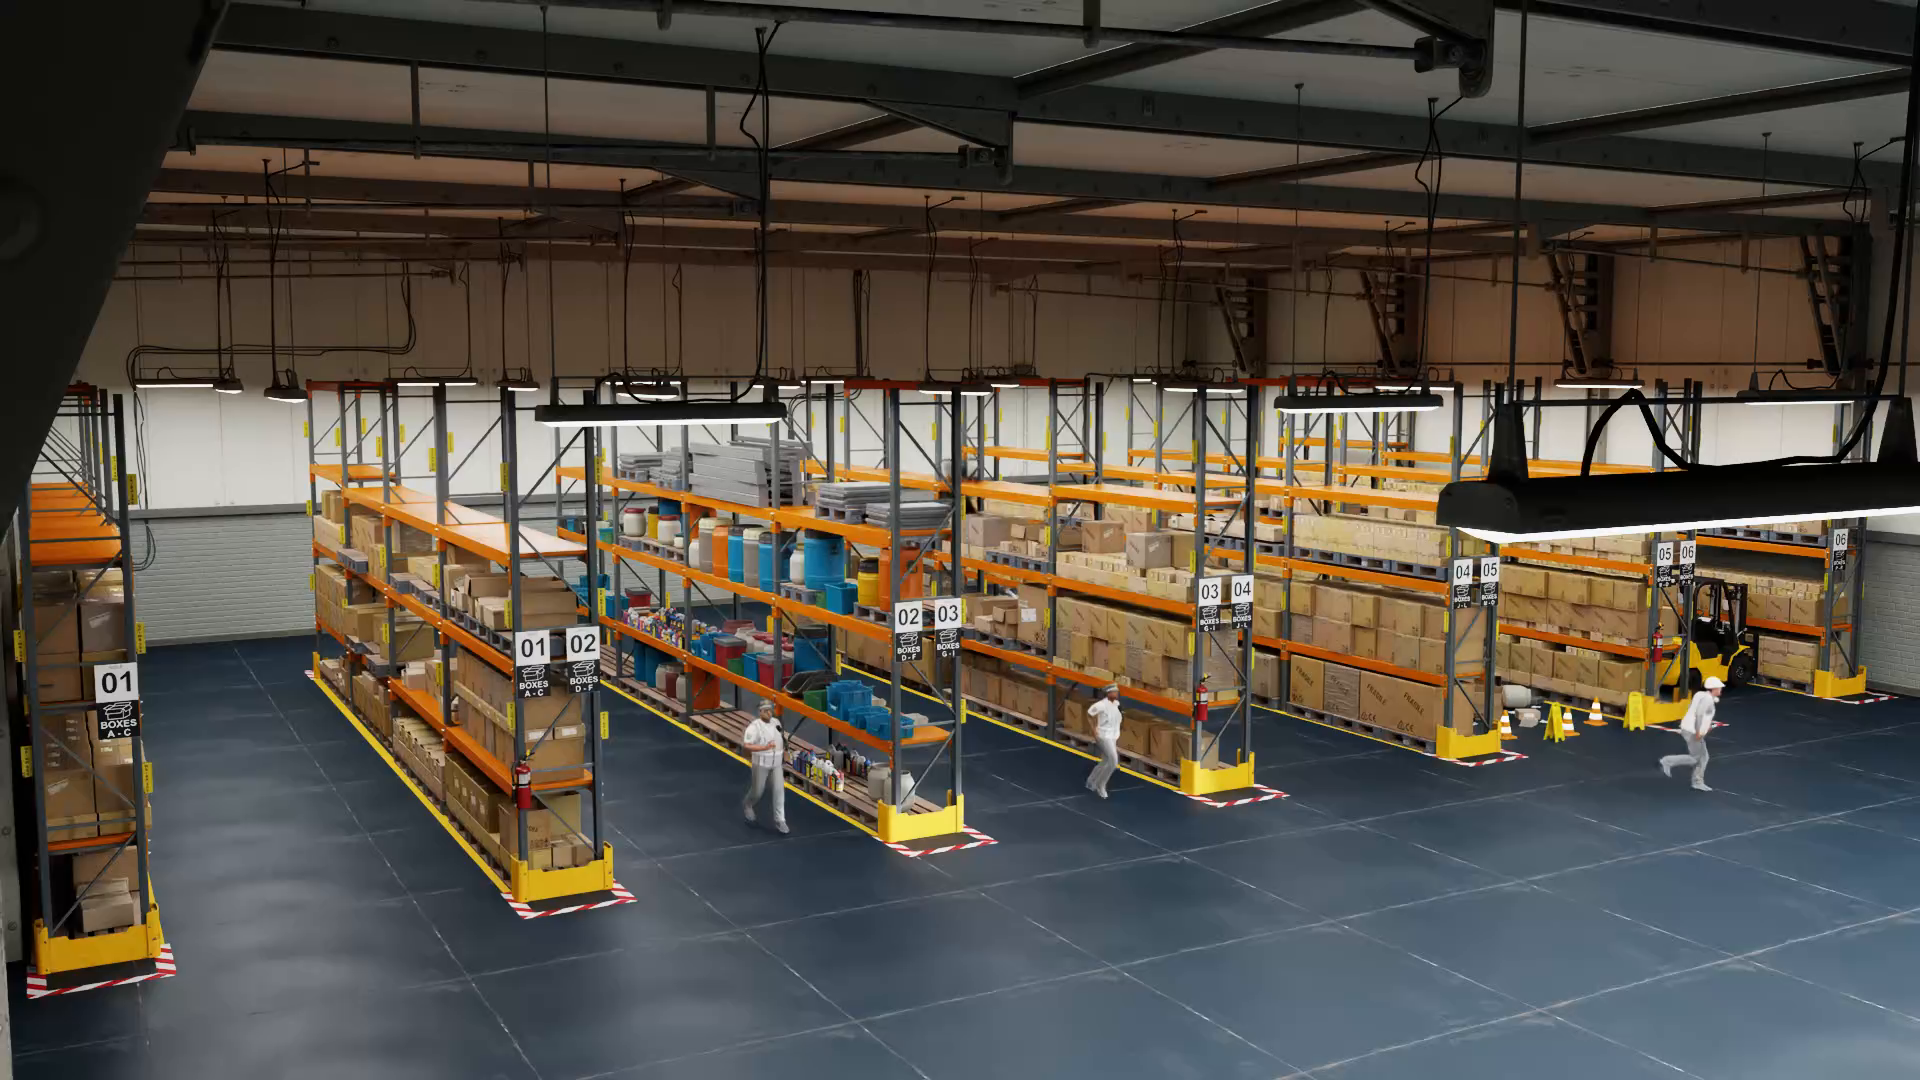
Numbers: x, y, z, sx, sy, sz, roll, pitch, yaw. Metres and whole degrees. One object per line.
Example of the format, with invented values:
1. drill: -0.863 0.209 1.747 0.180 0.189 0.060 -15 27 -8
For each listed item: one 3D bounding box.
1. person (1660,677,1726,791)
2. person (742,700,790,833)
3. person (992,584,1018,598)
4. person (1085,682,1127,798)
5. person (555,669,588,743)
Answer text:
1. person: 10.889 2.875 24.760 0.889 1.719 0.658 1 6 6
2. person: -2.630 3.030 22.602 0.667 1.760 0.983 -4 7 -33
3. person: 1.029 0.971 42.036 0.986 1.757 0.717 3 7 29
4. person: 2.166 2.924 24.422 0.677 1.695 0.551 5 8 42
5. person: -6.470 2.507 28.104 0.594 1.696 0.871 -5 8 -37
